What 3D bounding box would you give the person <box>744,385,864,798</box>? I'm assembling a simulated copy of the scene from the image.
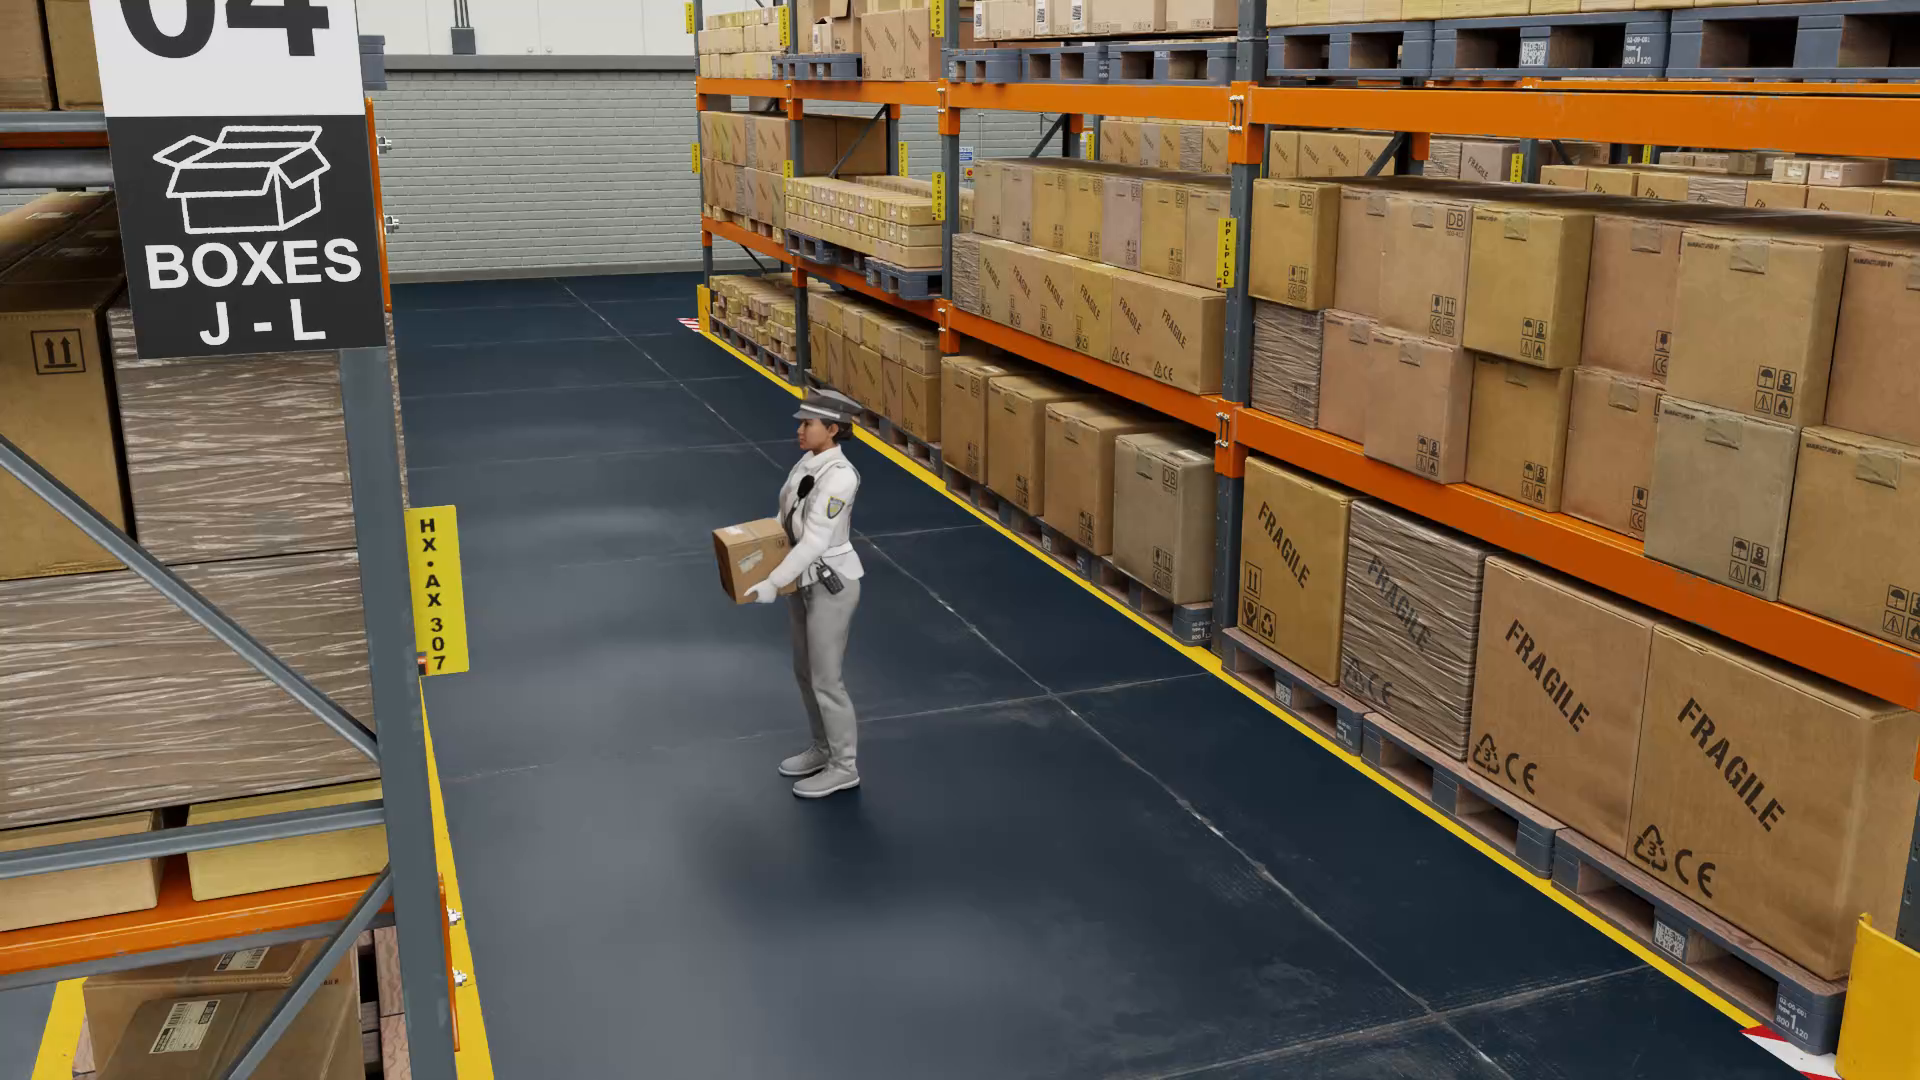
[{"bbox_3d":[-0.650,0.204,6.763,0.530,1.691,0.447,-6,17,-20],"label":"person"}]
